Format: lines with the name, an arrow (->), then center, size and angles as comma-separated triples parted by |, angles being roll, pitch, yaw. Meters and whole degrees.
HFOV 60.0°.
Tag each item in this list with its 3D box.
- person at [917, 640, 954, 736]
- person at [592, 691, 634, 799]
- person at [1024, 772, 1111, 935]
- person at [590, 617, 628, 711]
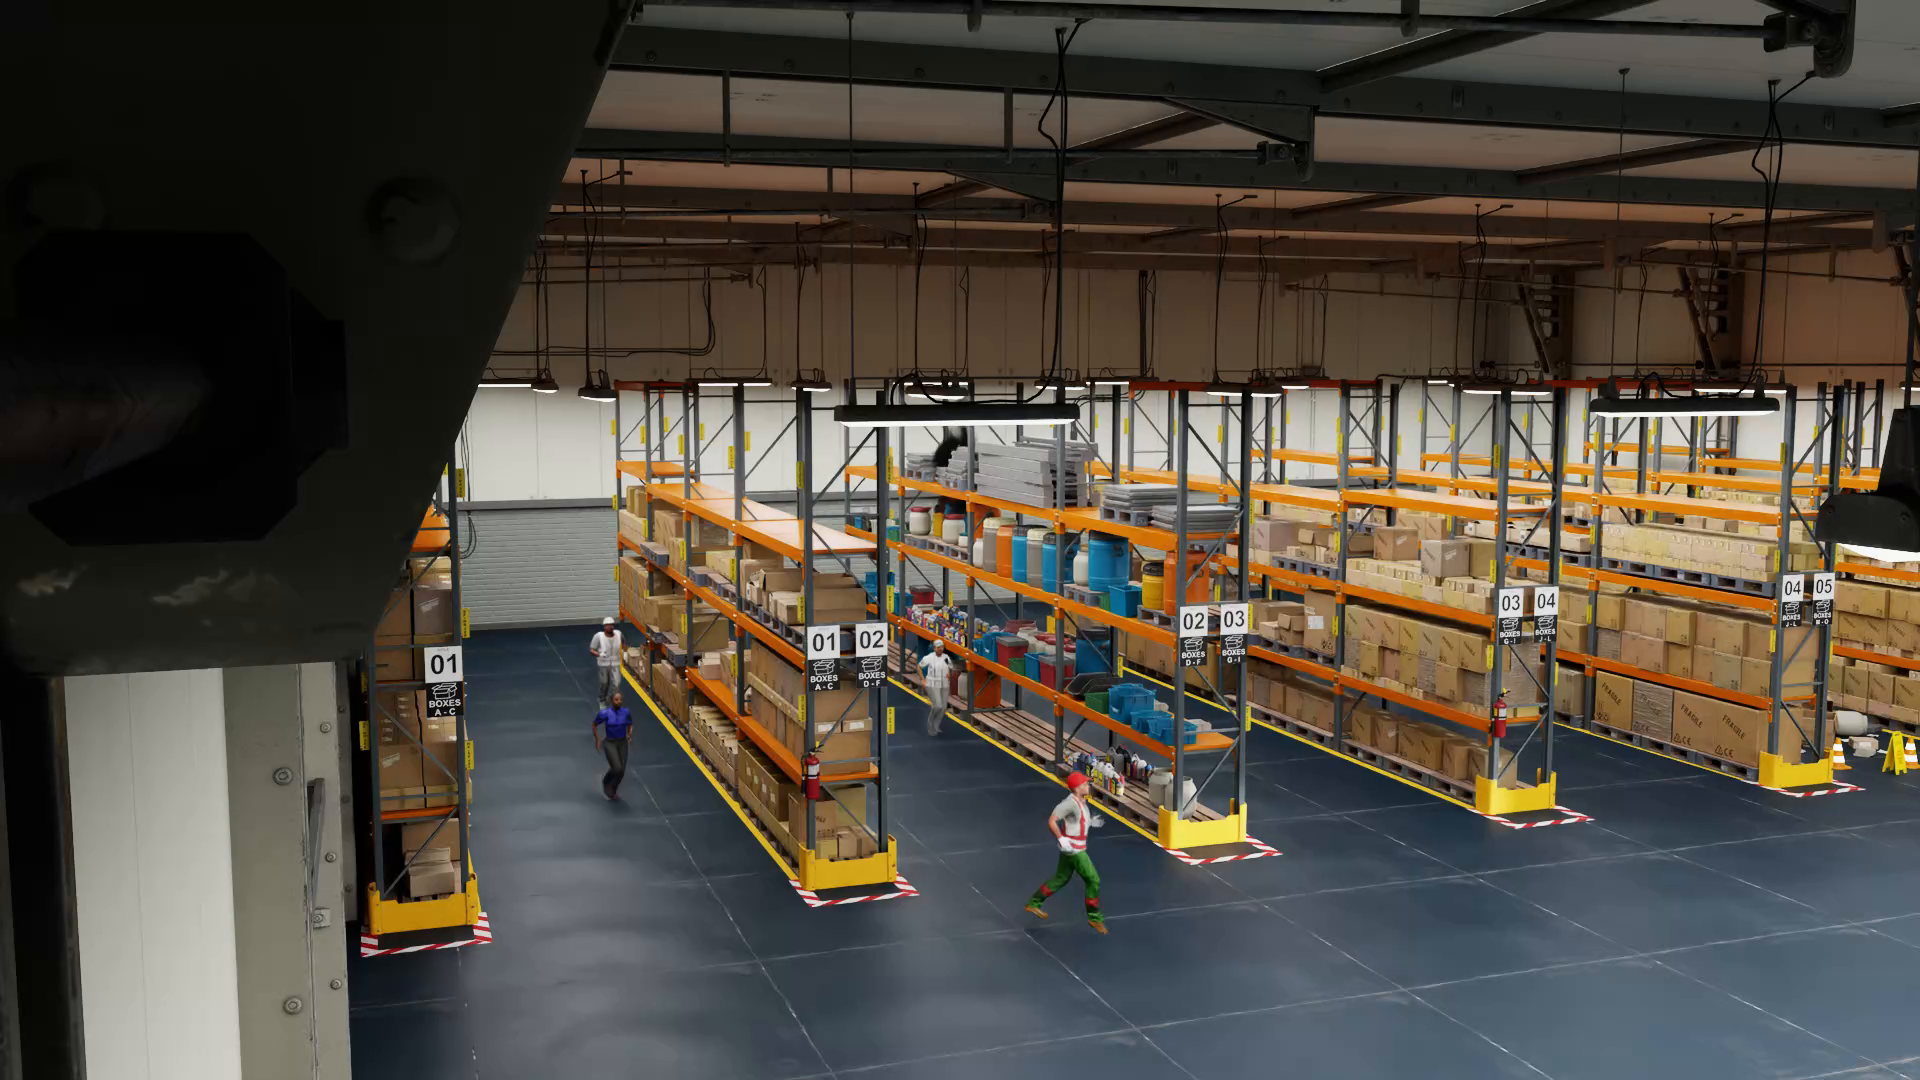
person -> -0.366, 2.524, 28.310 | 0.584, 1.640, 0.642 | -3, 7, -27
person -> -4.976, 2.984, 24.046 | 0.546, 1.609, 0.660 | -4, 7, -36
person -> 1.209, 3.499, 18.602 | 0.981, 1.850, 0.624 | 0, 6, 4
person -> -6.313, 2.284, 29.925 | 0.703, 1.832, 0.850 | -3, 7, -23
